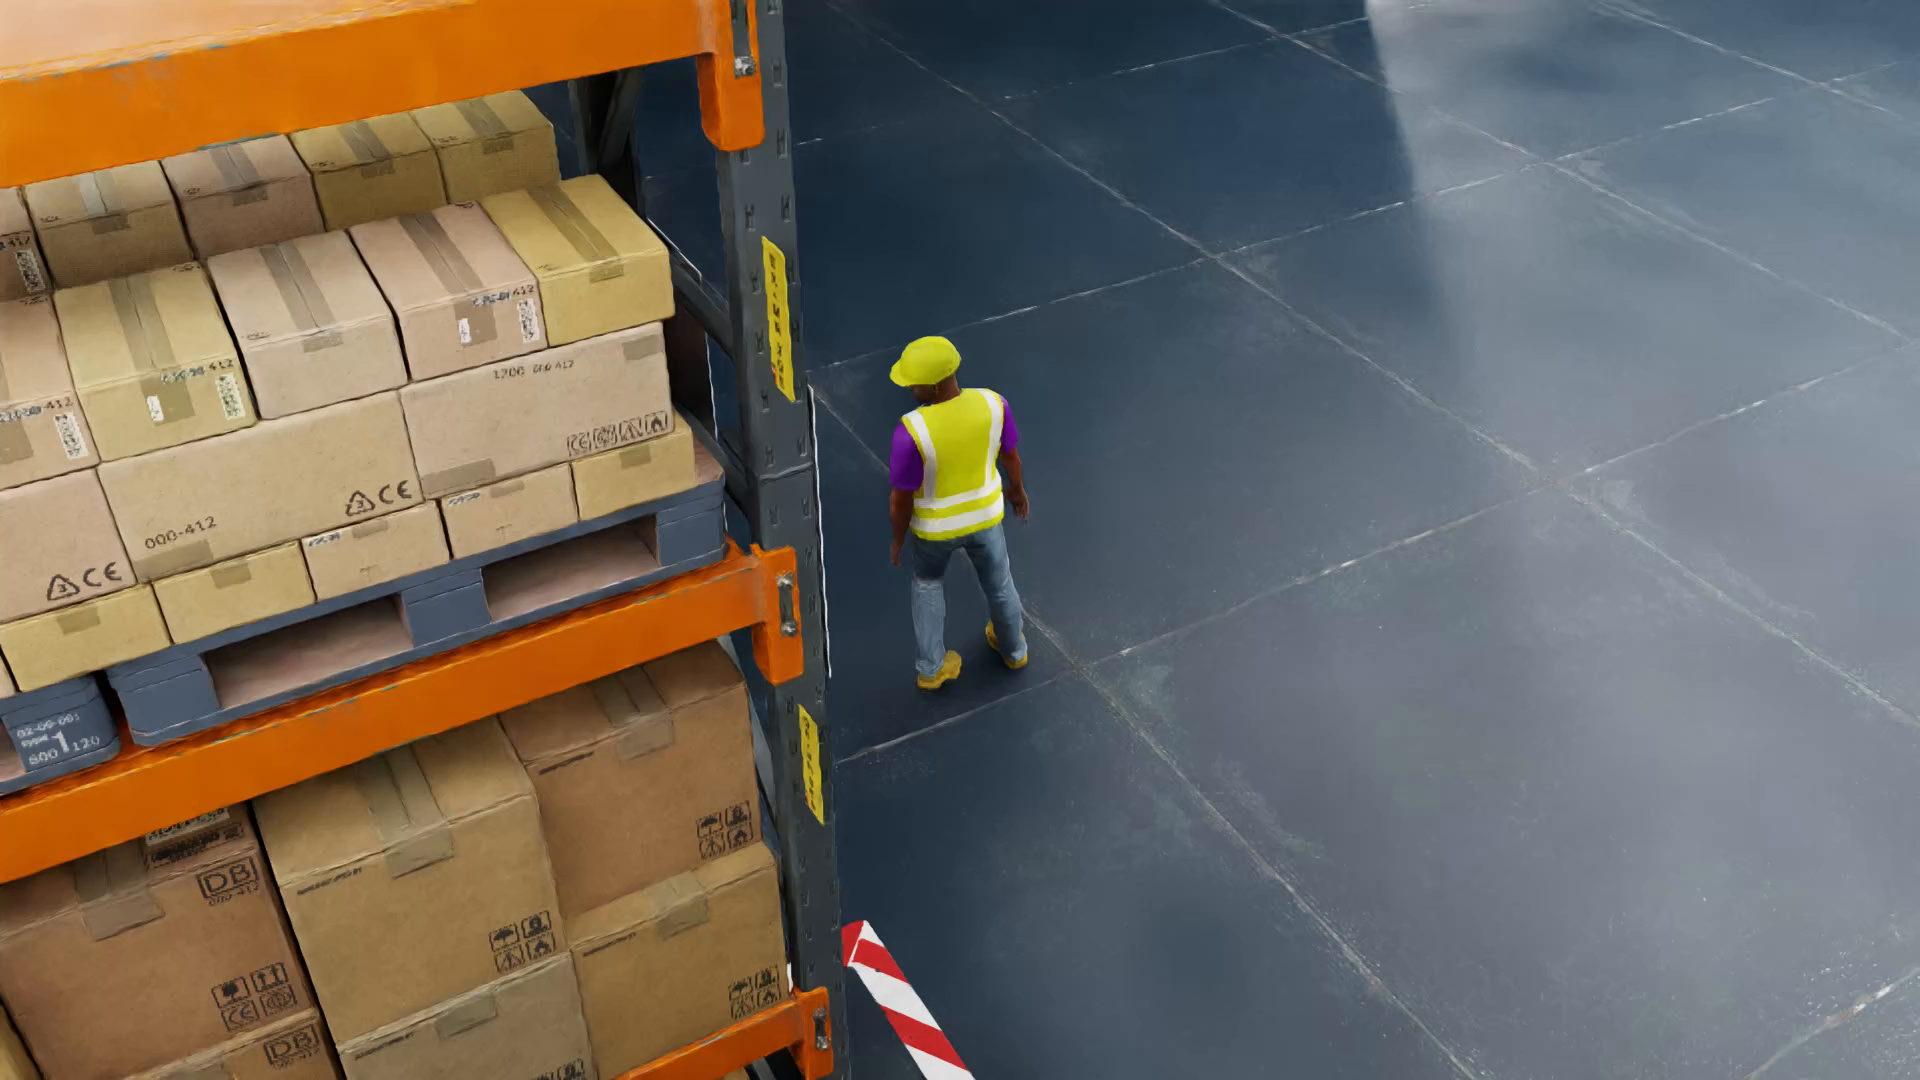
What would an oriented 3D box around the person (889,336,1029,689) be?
[{"bbox_3d":[0.002,-0.120,7.074,0.669,1.743,0.430,-10,38,-14],"label":"person"}]
